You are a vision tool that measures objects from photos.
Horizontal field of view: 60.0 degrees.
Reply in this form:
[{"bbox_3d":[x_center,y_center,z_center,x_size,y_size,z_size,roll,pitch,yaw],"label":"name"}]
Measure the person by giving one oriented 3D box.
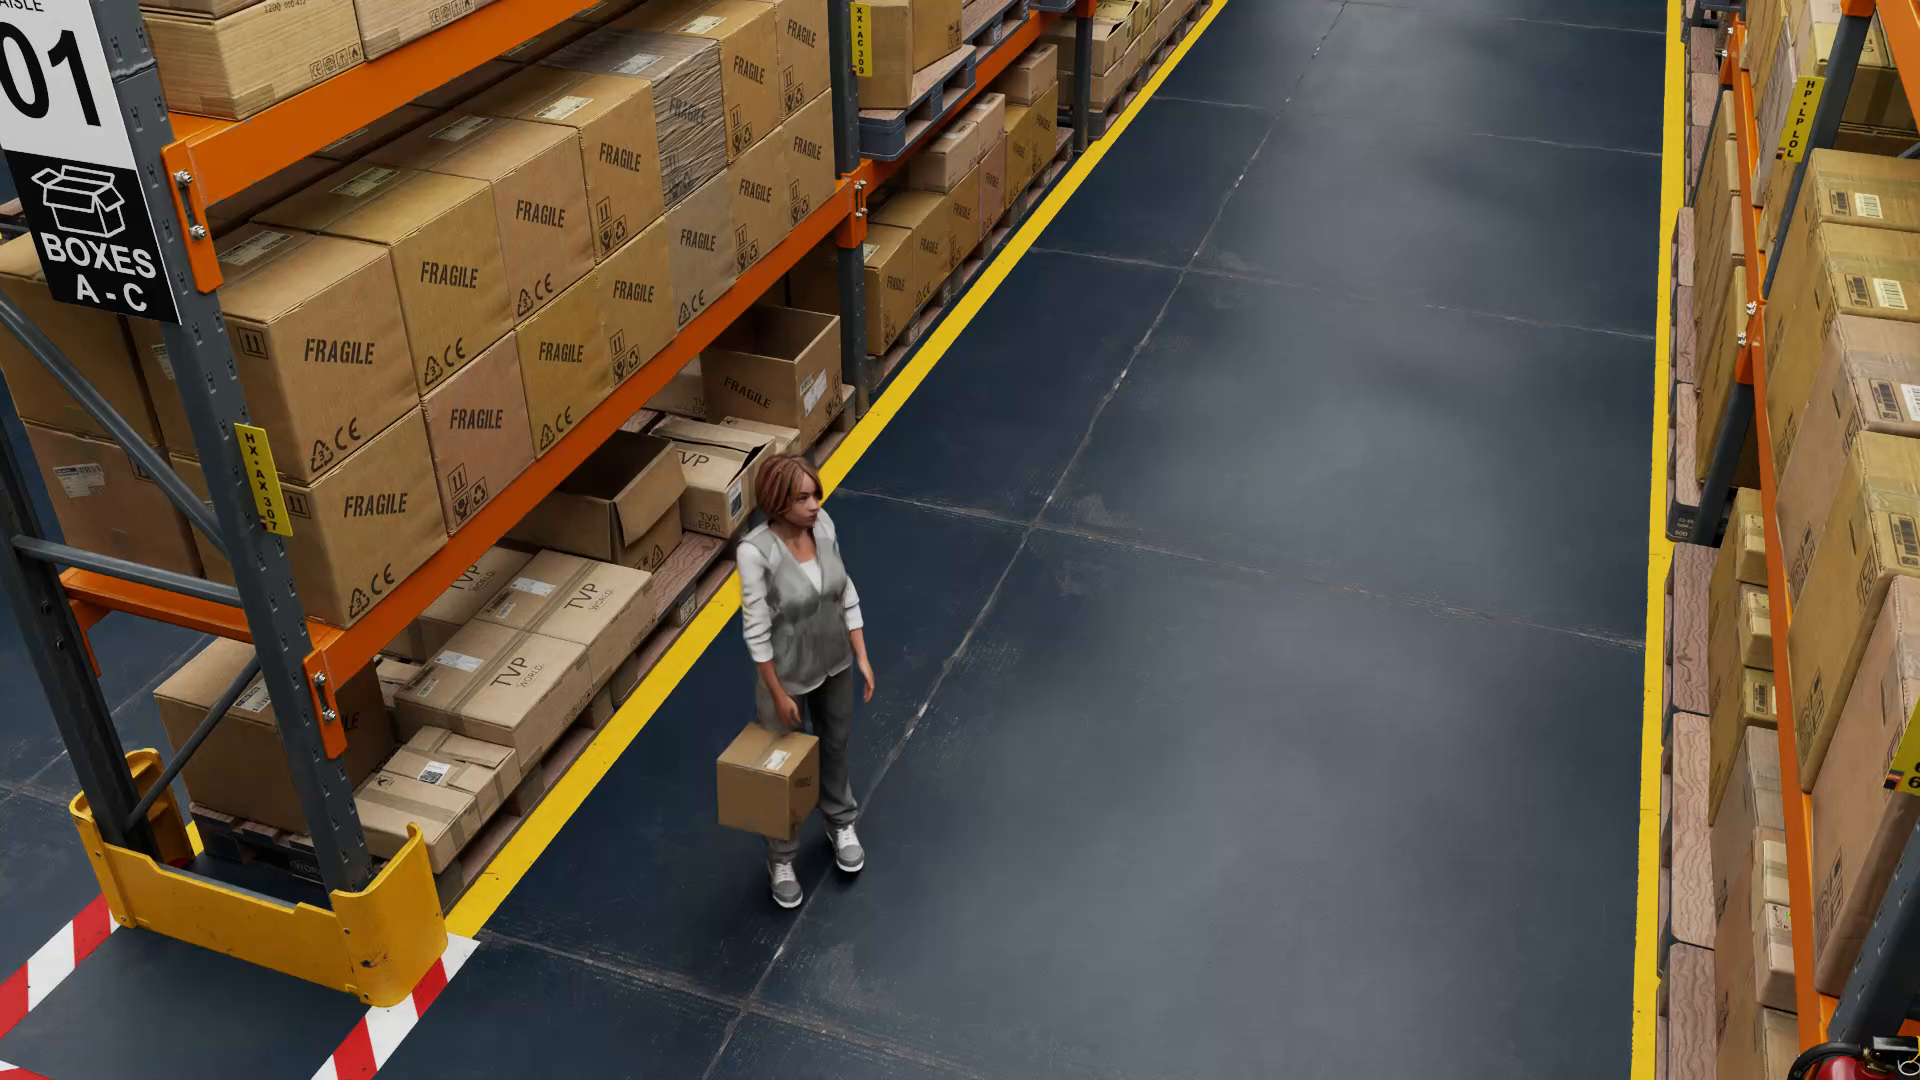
[{"bbox_3d":[-0.515,0.459,5.429,0.472,1.608,0.396,-29,43,-36],"label":"person"}]
